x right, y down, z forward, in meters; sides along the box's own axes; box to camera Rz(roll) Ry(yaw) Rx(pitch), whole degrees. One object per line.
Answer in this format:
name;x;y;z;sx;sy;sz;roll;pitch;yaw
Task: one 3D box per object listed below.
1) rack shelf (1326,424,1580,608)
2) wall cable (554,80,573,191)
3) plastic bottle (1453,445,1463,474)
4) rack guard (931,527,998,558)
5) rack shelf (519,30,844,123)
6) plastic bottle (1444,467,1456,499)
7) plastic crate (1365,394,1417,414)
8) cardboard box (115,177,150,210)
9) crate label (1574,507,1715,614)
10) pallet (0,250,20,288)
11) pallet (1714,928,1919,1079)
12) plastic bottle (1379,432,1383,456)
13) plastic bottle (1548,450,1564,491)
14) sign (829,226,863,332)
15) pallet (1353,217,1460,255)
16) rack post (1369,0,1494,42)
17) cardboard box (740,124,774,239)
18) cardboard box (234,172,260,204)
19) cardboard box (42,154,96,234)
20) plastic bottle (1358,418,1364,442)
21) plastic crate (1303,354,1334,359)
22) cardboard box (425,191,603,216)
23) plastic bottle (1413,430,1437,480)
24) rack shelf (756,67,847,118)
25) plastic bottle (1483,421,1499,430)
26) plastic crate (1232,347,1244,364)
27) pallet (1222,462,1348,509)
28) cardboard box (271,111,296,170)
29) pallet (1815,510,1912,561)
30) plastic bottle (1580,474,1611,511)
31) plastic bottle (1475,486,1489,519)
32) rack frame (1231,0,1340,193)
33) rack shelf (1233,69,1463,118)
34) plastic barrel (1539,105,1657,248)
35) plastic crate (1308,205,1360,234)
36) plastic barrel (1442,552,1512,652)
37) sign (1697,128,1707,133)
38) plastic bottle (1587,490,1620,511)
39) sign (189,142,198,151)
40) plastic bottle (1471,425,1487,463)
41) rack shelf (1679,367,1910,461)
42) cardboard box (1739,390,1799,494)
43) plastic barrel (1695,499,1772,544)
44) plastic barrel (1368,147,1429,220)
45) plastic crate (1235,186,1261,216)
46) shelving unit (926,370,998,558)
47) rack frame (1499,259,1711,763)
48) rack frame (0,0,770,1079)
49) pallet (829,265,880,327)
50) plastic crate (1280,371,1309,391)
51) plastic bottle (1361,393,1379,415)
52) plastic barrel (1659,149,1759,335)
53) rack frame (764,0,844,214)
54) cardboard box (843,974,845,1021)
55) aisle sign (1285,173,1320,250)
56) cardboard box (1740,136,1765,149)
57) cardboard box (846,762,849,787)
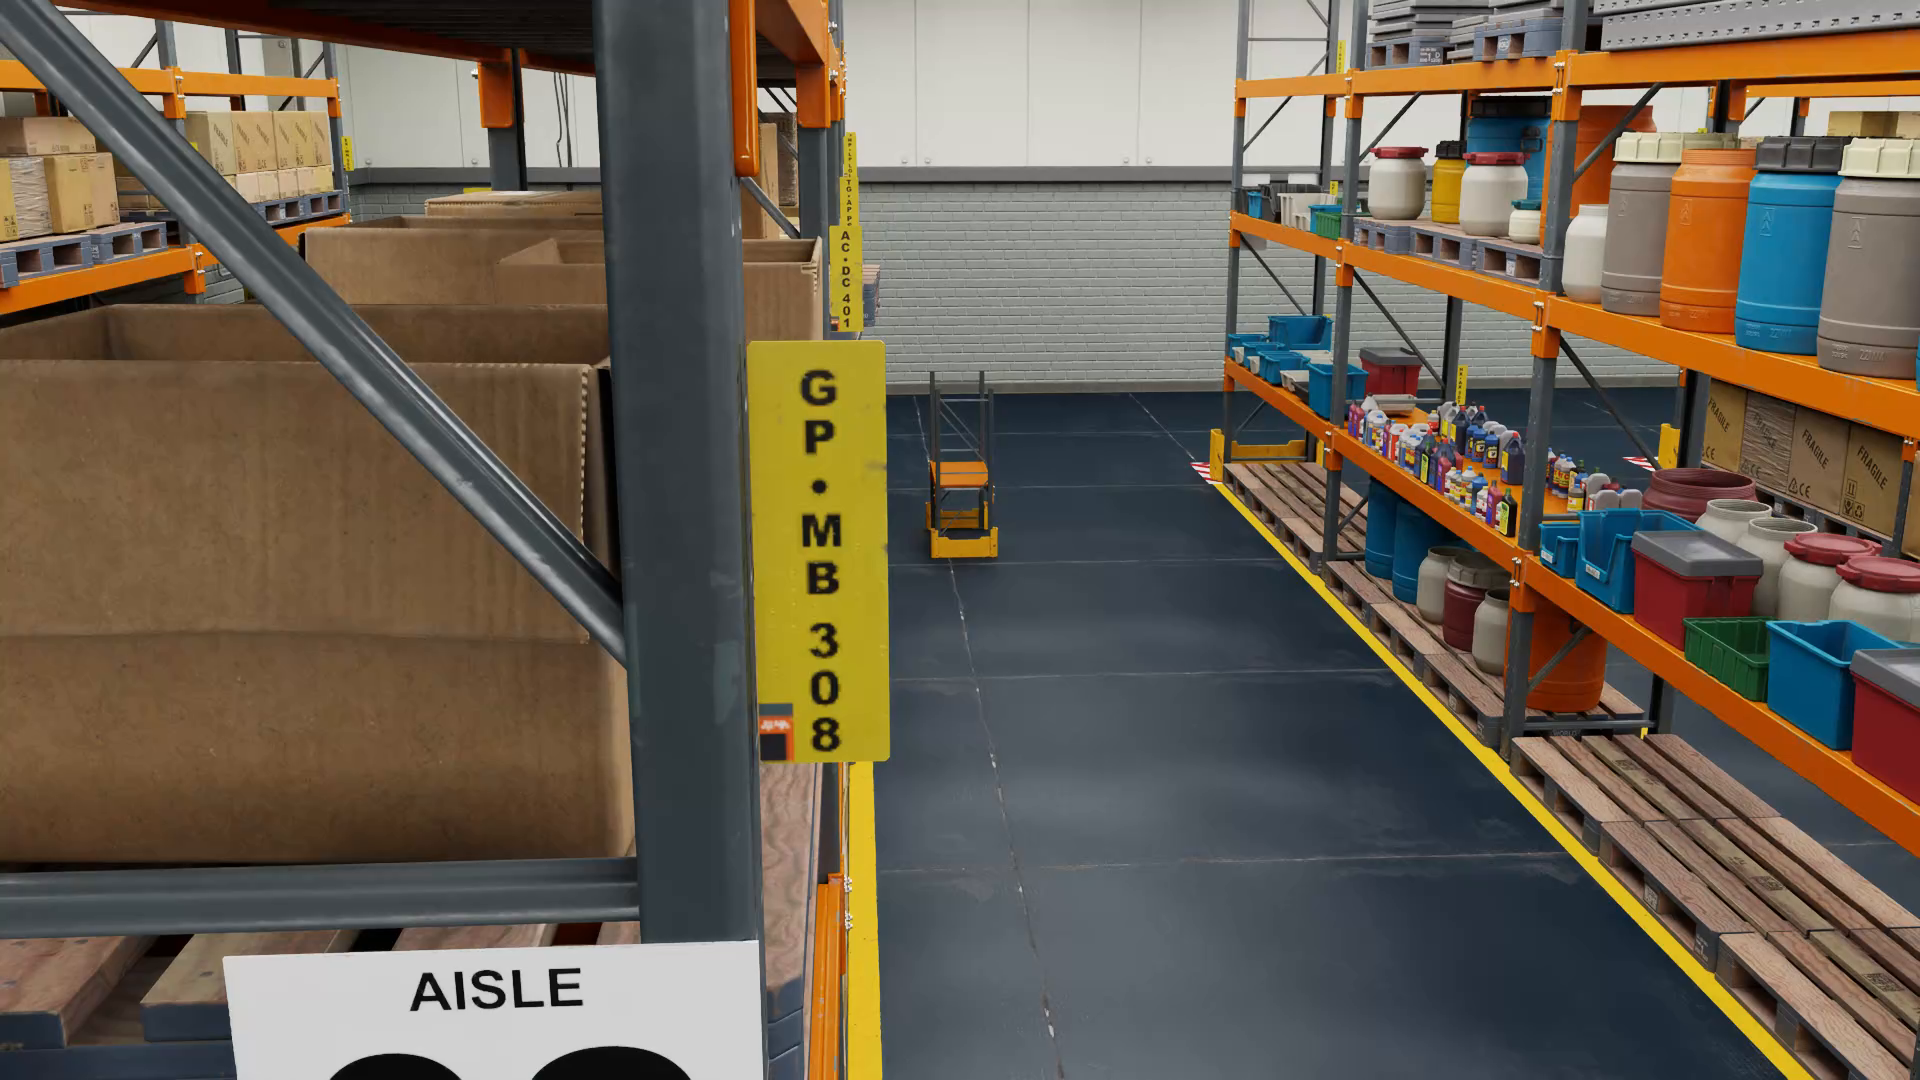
rack shelf;3.666;-0.279;11.759;1.077;0.370;4.000;-1;14;-3
wall cable;-6.587;-4.781;22.003;3.097;2.526;0.112;-1;14;-3
plastic bottle;3.401;-0.500;11.408;0.061;0.283;0.133;-1;14;-3
rack guard;0.036;0.022;14.664;0.587;0.250;0.087;-1;14;-3
rack shelf;-1.030;-1.921;6.902;1.077;0.370;4.000;-1;14;-3
plastic bottle;3.294;-0.384;11.121;0.097;0.201;0.097;0;14;0
plastic crate;3.656;-1.144;14.087;0.396;0.136;0.243;-1;14;-3
cardboard box;-6.622;-2.771;13.236;0.500;0.250;0.500;-1;14;-3
crate label;3.582;0.104;8.755;0.502;0.435;0.616;-1;14;-3
pallet;-6.191;-1.498;9.411;1.213;0.211;1.003;0;14;-1
pallet;3.950;2.020;6.974;1.003;0.211;1.213;-1;14;-3
plastic bottle;3.205;-0.739;12.502;0.097;0.201;0.097;0;14;0
plastic bottle;4.060;-0.474;11.308;0.061;0.283;0.133;-1;14;-3
sign;-0.352;-0.810;5.163;0.100;0.325;0.005;-1;14;-3
pallet;3.688;-2.293;12.501;1.213;0.211;1.003;-1;14;-3
rack post;3.563;-3.784;12.049;0.937;0.300;0.954;-1;14;-4
cardboard box;-0.905;-1.161;5.674;0.500;0.500;0.500;-1;14;-3
cardboard box;-6.143;-2.907;13.766;0.500;0.250;0.500;-1;14;-5
cardboard box;-6.302;-2.328;11.176;0.700;0.500;0.500;-1;14;-4
plastic bottle;3.173;-0.869;13.008;0.097;0.201;0.097;0;14;0
plastic crate;3.529;-1.749;16.436;0.396;0.136;0.243;-1;14;-3
cardboard box;-1.138;-0.703;4.618;0.500;0.500;0.500;0;14;1
plastic bottle;3.280;-0.604;11.677;0.144;0.351;0.185;-1;14;-3
rack shelf;-1.278;-2.915;10.768;1.077;0.370;4.000;-1;14;-3
plastic bottle;3.943;-0.756;12.416;0.152;0.276;0.135;-1;14;-3
plastic crate;2.918;-1.874;16.921;0.250;0.136;0.298;-1;14;-3
pallet;3.307;-0.564;17.017;1.003;0.211;1.213;-1;14;-3
cardboard box;-6.215;-3.530;14.682;0.500;0.500;0.500;-2;15;-6
pallet;8.517;-0.041;14.987;1.003;0.211;1.213;-1;14;-3
plastic bottle;4.057;-0.298;10.637;0.152;0.276;0.135;-1;14;-3
plastic bottle;3.330;-0.239;10.556;0.097;0.201;0.097;0;14;0
rack frame;3.294;-5.025;16.722;1.000;3.000;0.127;-1;14;-3
rack shelf;3.418;-3.986;14.928;1.077;0.370;4.000;-1;14;-3
plastic barrel;3.758;-2.136;9.806;0.600;0.830;0.708;-1;14;-3
plastic crate;3.167;-2.718;14.111;0.416;0.233;0.300;-1;14;-3
plastic barrel;3.673;0.432;11.548;0.600;0.588;0.708;-1;14;-3
sign;7.683;-4.104;17.246;0.100;0.325;0.005;-1;14;-3
plastic bottle;3.934;-0.180;10.180;0.152;0.276;0.135;-1;14;-3
sign;-5.805;-2.838;12.573;0.100;0.325;0.005;-1;14;-3
plastic bottle;3.828;-0.713;12.261;0.097;0.271;0.097;0;14;0
rack shelf;8.362;-1.351;15.923;1.077;0.370;4.000;-1;14;-3
cardboard box;8.414;-0.986;16.485;0.875;0.875;0.875;-1;14;-3
plastic barrel;4.067;0.068;8.741;0.421;0.512;0.421;0;14;0
plastic barrel;3.325;-2.712;12.636;0.433;0.535;0.433;0;14;0
plastic crate;3.040;-3.409;16.723;0.497;0.269;0.590;-1;14;-3
shelving unit;0.005;-0.707;14.989;0.587;1.500;1.083;-1;14;-3
rack frame;3.790;-0.130;9.736;1.000;3.000;0.127;-1;14;-3
rack frame;-0.658;-0.970;0.963;1.000;3.000;0.127;-1;14;-3
pallet;-1.023;-1.249;8.442;1.213;0.211;1.003;0;14;-1
plastic crate;3.134;-1.455;15.293;0.293;0.136;0.466;-1;14;-3
plastic bottle;3.243;-0.999;13.210;0.144;0.351;0.185;-1;14;-3
plastic barrel;3.665;-1.421;7.870;0.600;0.830;0.708;-1;14;-3
rack frame;-1.402;-3.955;12.562;1.000;3.000;0.127;-1;14;-3
cardboard box;-0.683;1.690;6.211;0.500;0.311;0.500;-1;14;-3
aisle sign;3.582;-3.401;17.232;0.394;0.787;0.004;-1;14;-3
cardboard box;8.323;-3.821;16.816;0.700;0.500;0.500;-2;15;-7
cardboard box;-0.837;1.058;8.670;0.500;0.311;0.500;-1;14;-4
